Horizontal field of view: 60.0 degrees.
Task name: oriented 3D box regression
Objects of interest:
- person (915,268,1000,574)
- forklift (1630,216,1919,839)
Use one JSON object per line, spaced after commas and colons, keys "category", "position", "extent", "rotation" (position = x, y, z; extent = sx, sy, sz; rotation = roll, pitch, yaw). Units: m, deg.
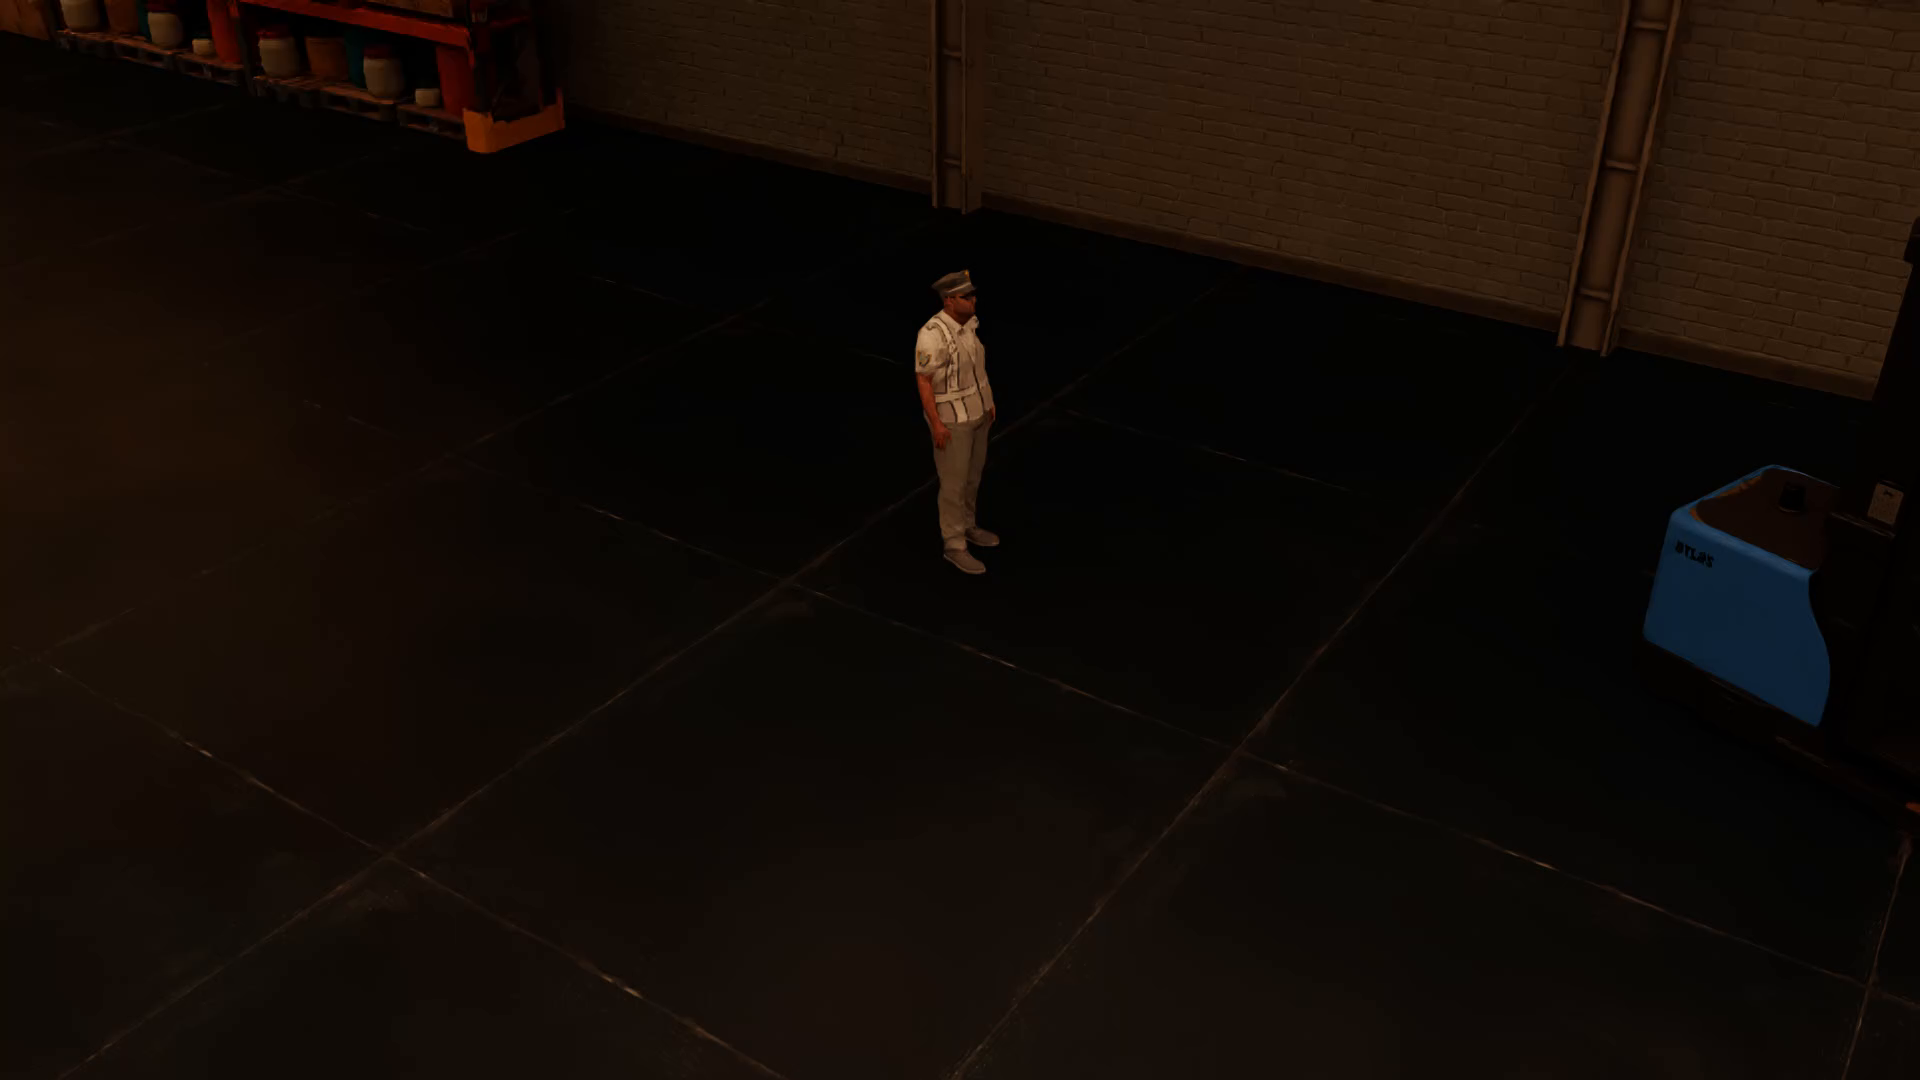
{"category": "person", "position": [0.058, -0.750, 10.002], "extent": [0.574, 1.781, 0.640], "rotation": [19, 35, 29]}
{"category": "forklift", "position": [4.946, -0.031, 7.635], "extent": [1.130, 2.935, 3.031], "rotation": [-20, 36, -31]}
